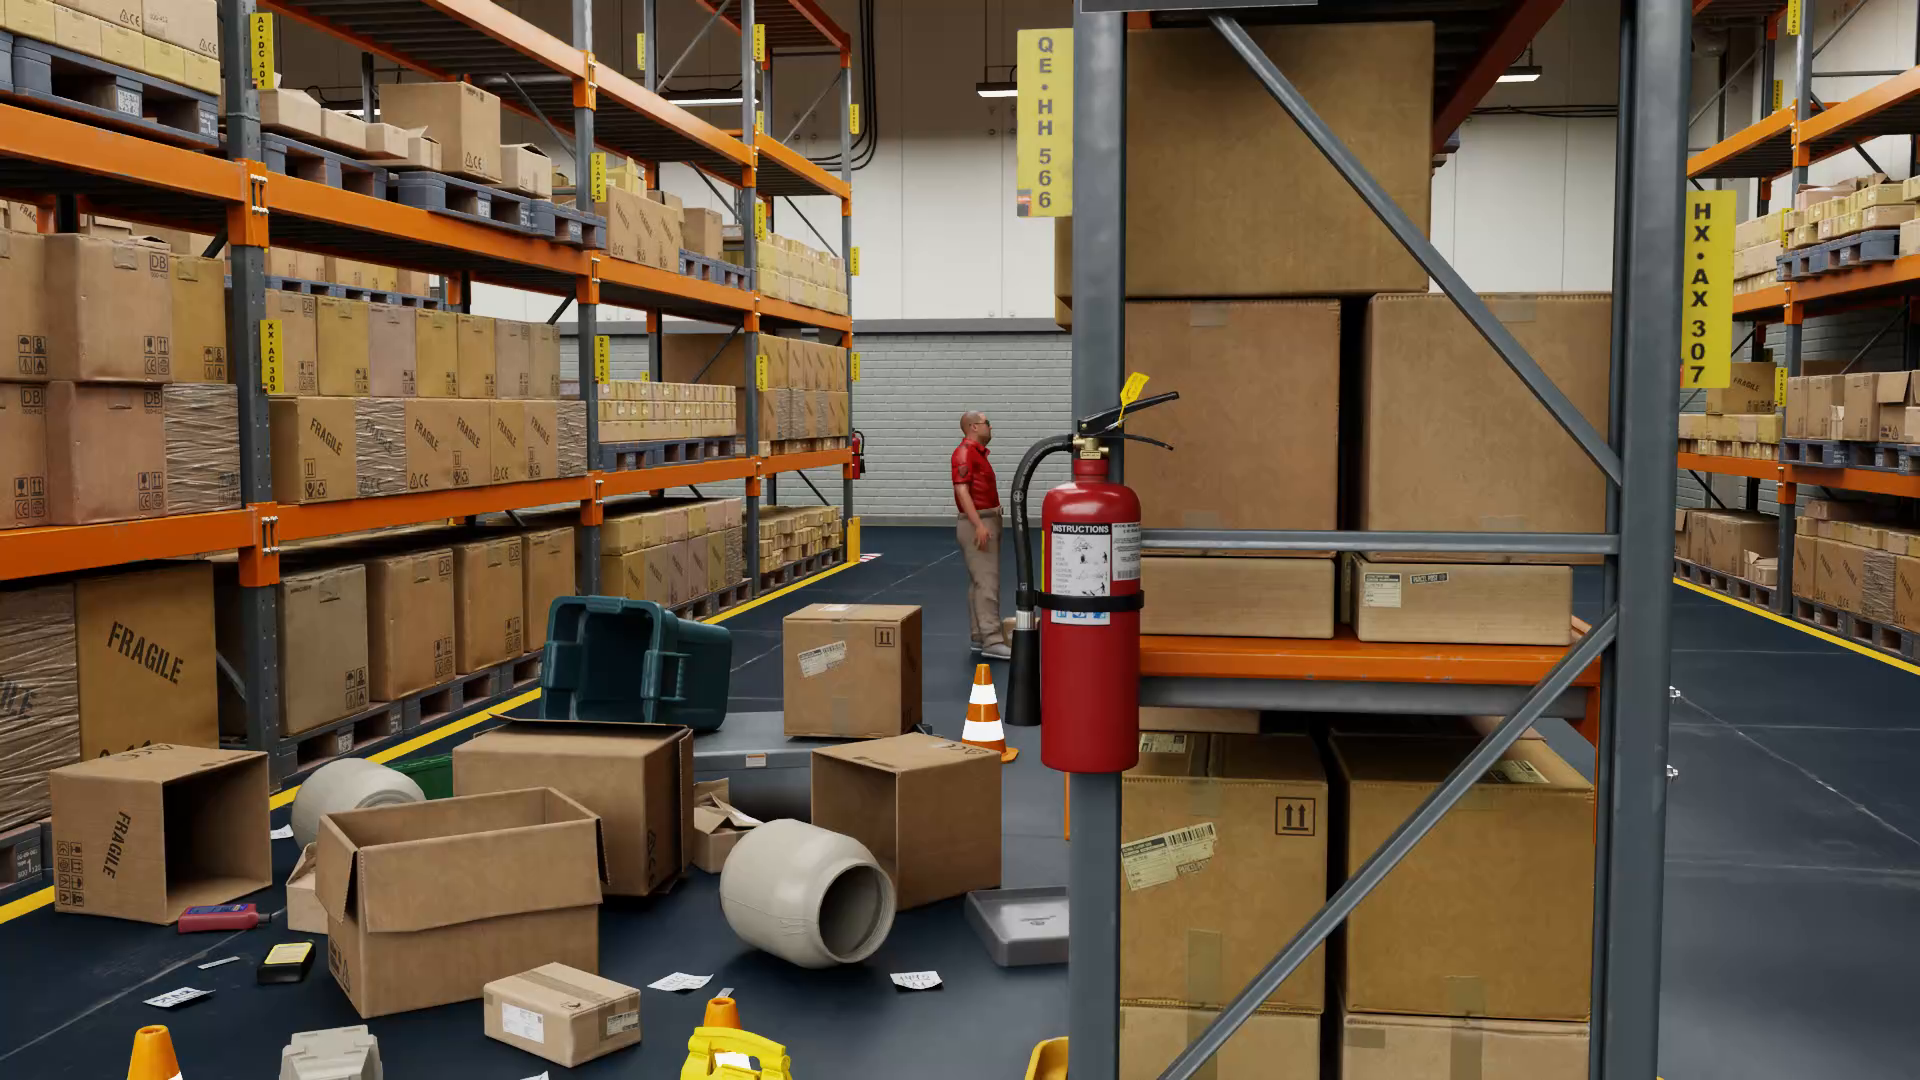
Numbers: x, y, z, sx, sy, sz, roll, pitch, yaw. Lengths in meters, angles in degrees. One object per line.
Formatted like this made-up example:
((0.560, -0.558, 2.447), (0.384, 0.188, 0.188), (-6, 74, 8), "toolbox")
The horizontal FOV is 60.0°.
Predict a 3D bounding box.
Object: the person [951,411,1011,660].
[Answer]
((0.232, -0.051, 11.795), (0.551, 1.727, 0.640), (1, 4, 9), "person")
